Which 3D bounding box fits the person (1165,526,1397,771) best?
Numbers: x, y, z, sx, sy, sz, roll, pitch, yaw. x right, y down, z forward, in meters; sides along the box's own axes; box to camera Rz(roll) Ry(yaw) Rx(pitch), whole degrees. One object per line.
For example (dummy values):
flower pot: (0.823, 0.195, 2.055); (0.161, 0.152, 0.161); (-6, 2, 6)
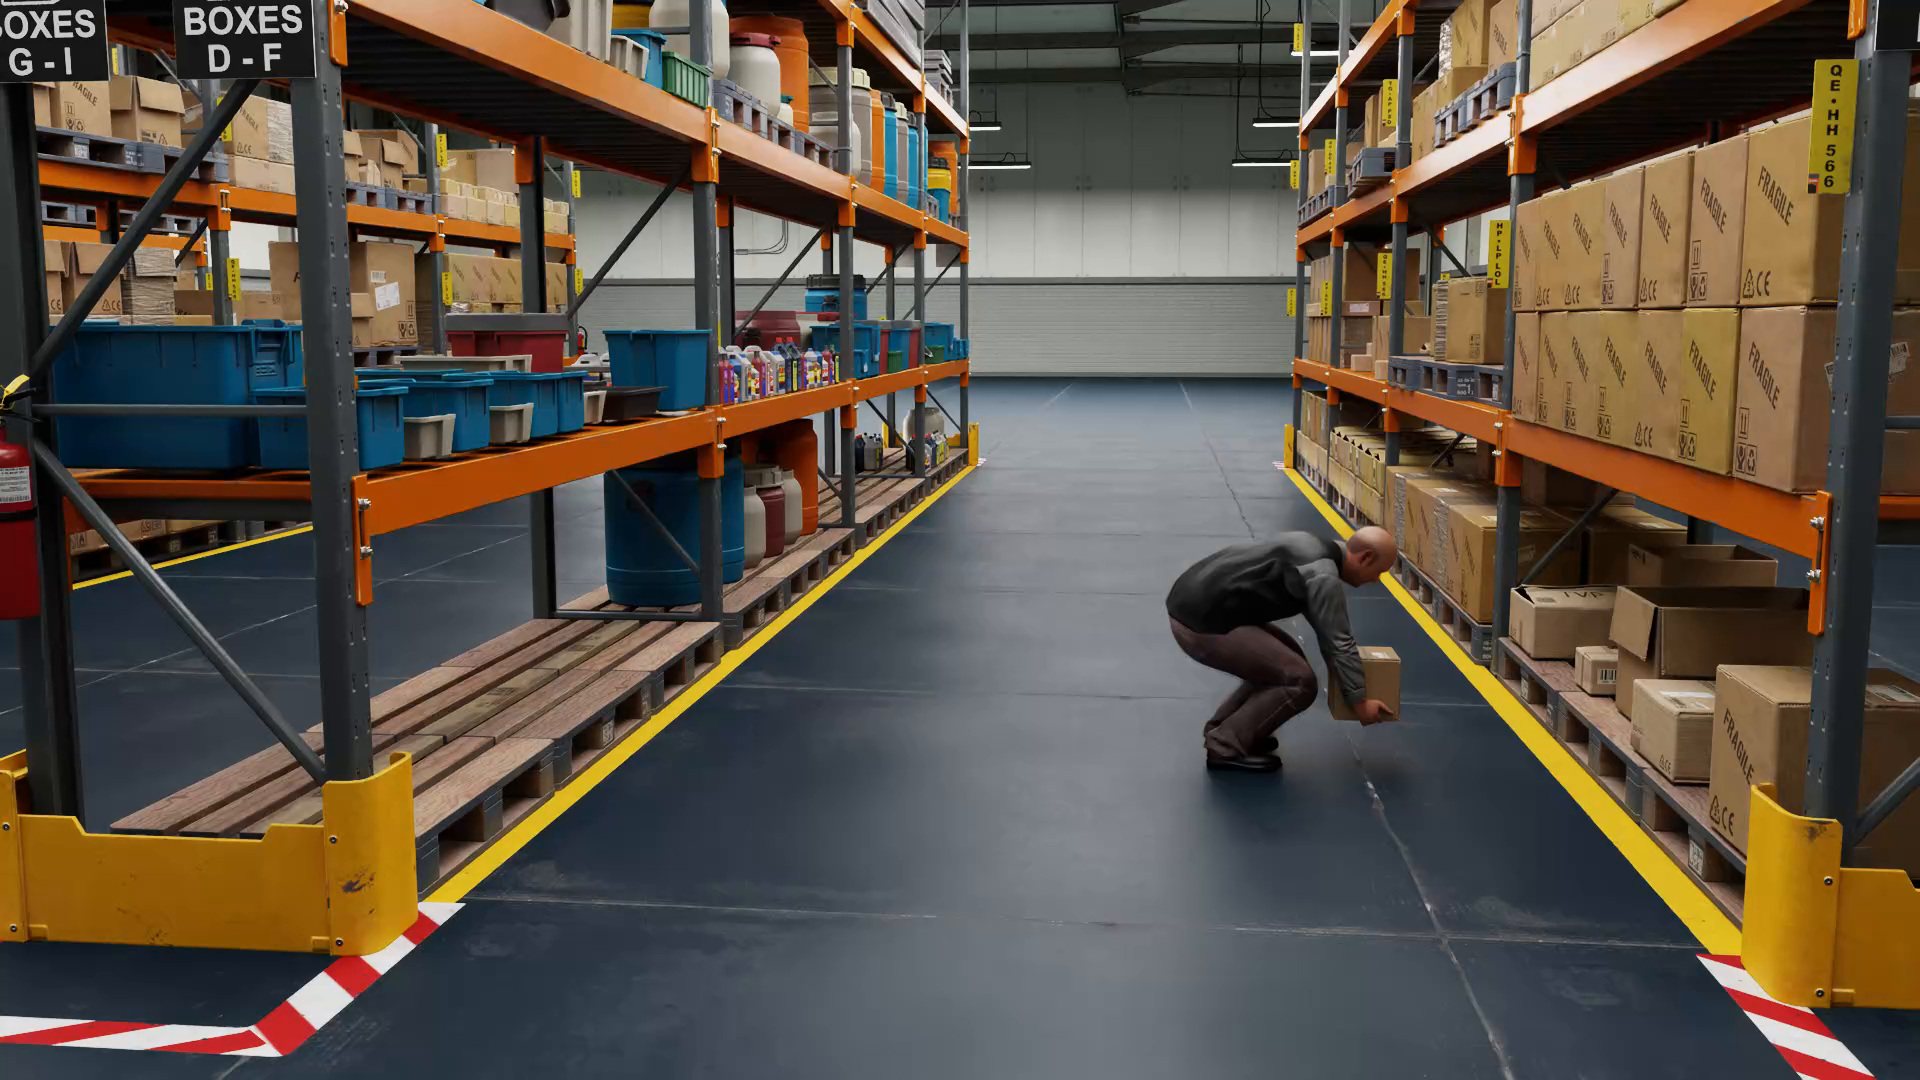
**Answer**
person: (1.280, 0.419, 6.663); (0.908, 0.955, 0.513); (1, 8, 4)
